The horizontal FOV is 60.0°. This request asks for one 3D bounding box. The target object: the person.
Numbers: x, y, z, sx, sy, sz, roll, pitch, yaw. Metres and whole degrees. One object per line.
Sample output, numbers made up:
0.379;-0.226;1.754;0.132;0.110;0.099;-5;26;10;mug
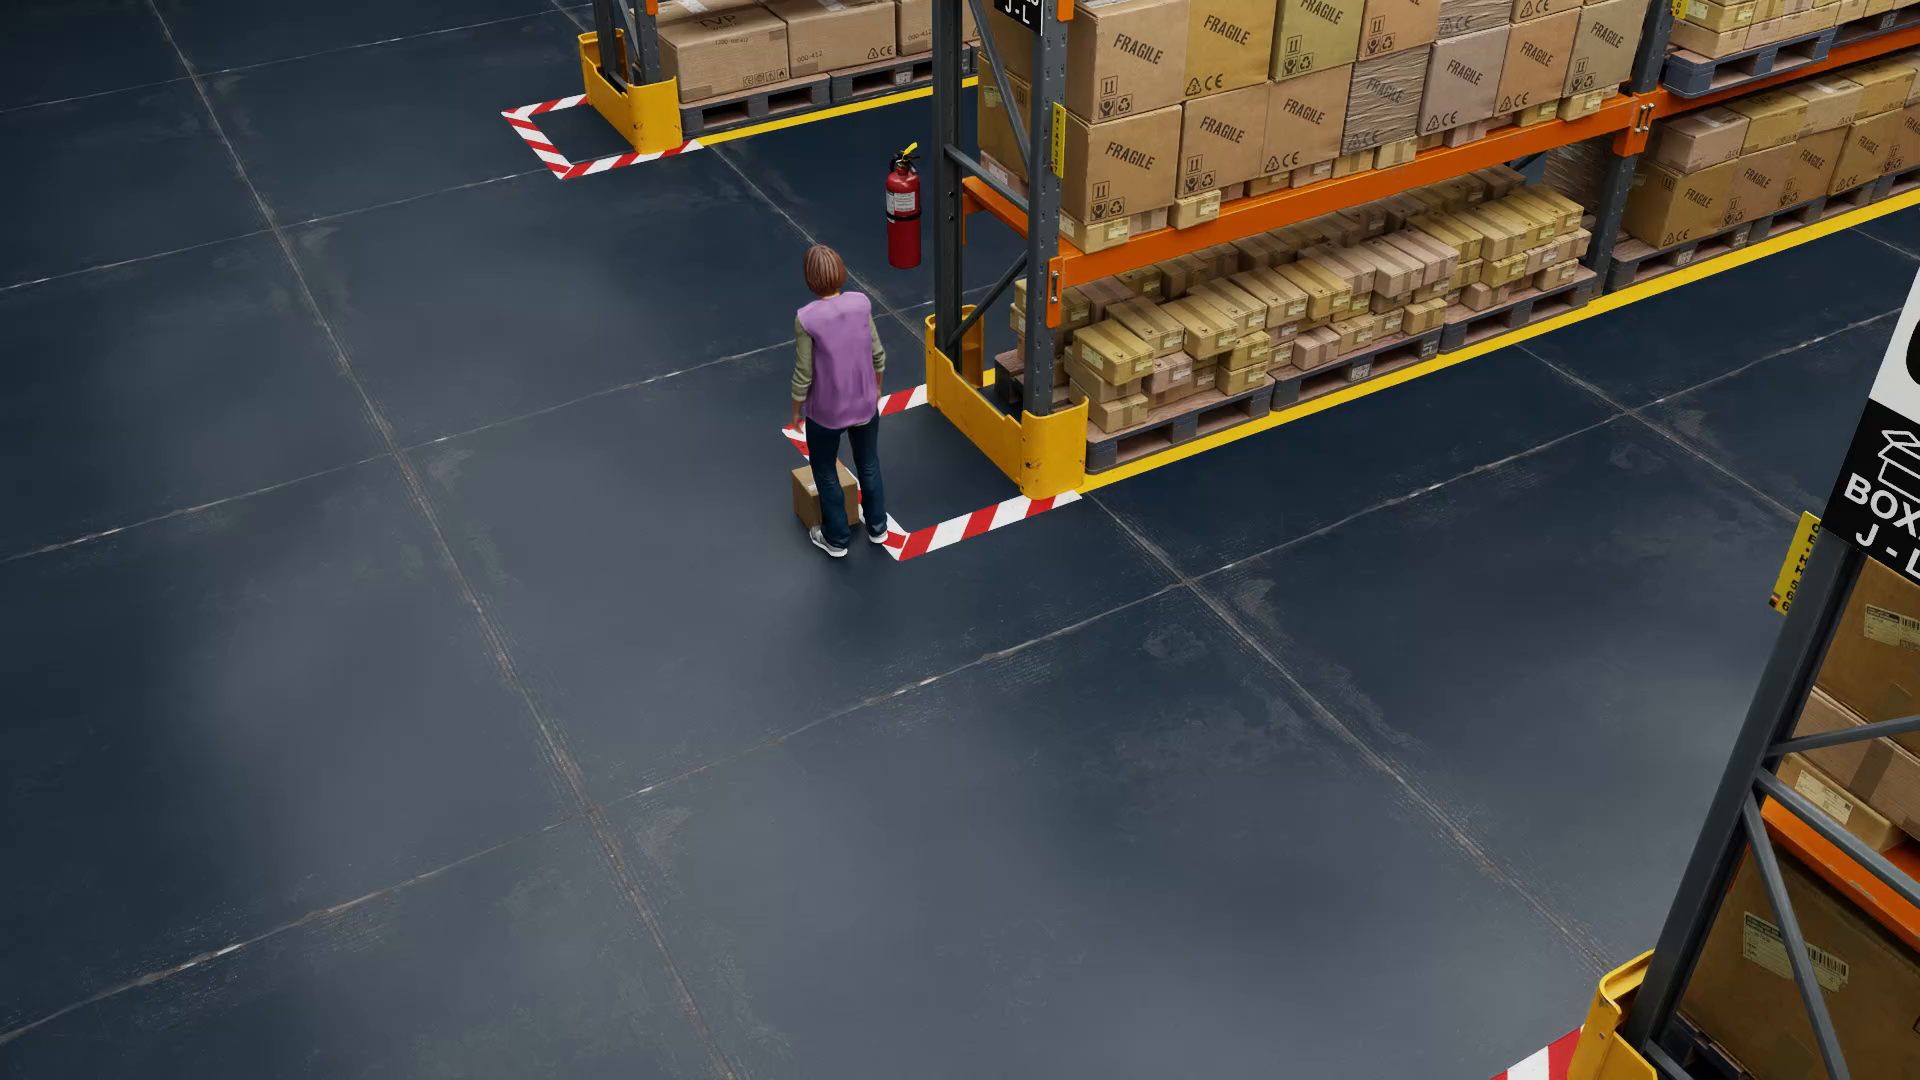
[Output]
-0.559;-0.618;7.754;0.476;1.581;0.348;-18;41;-22;person
